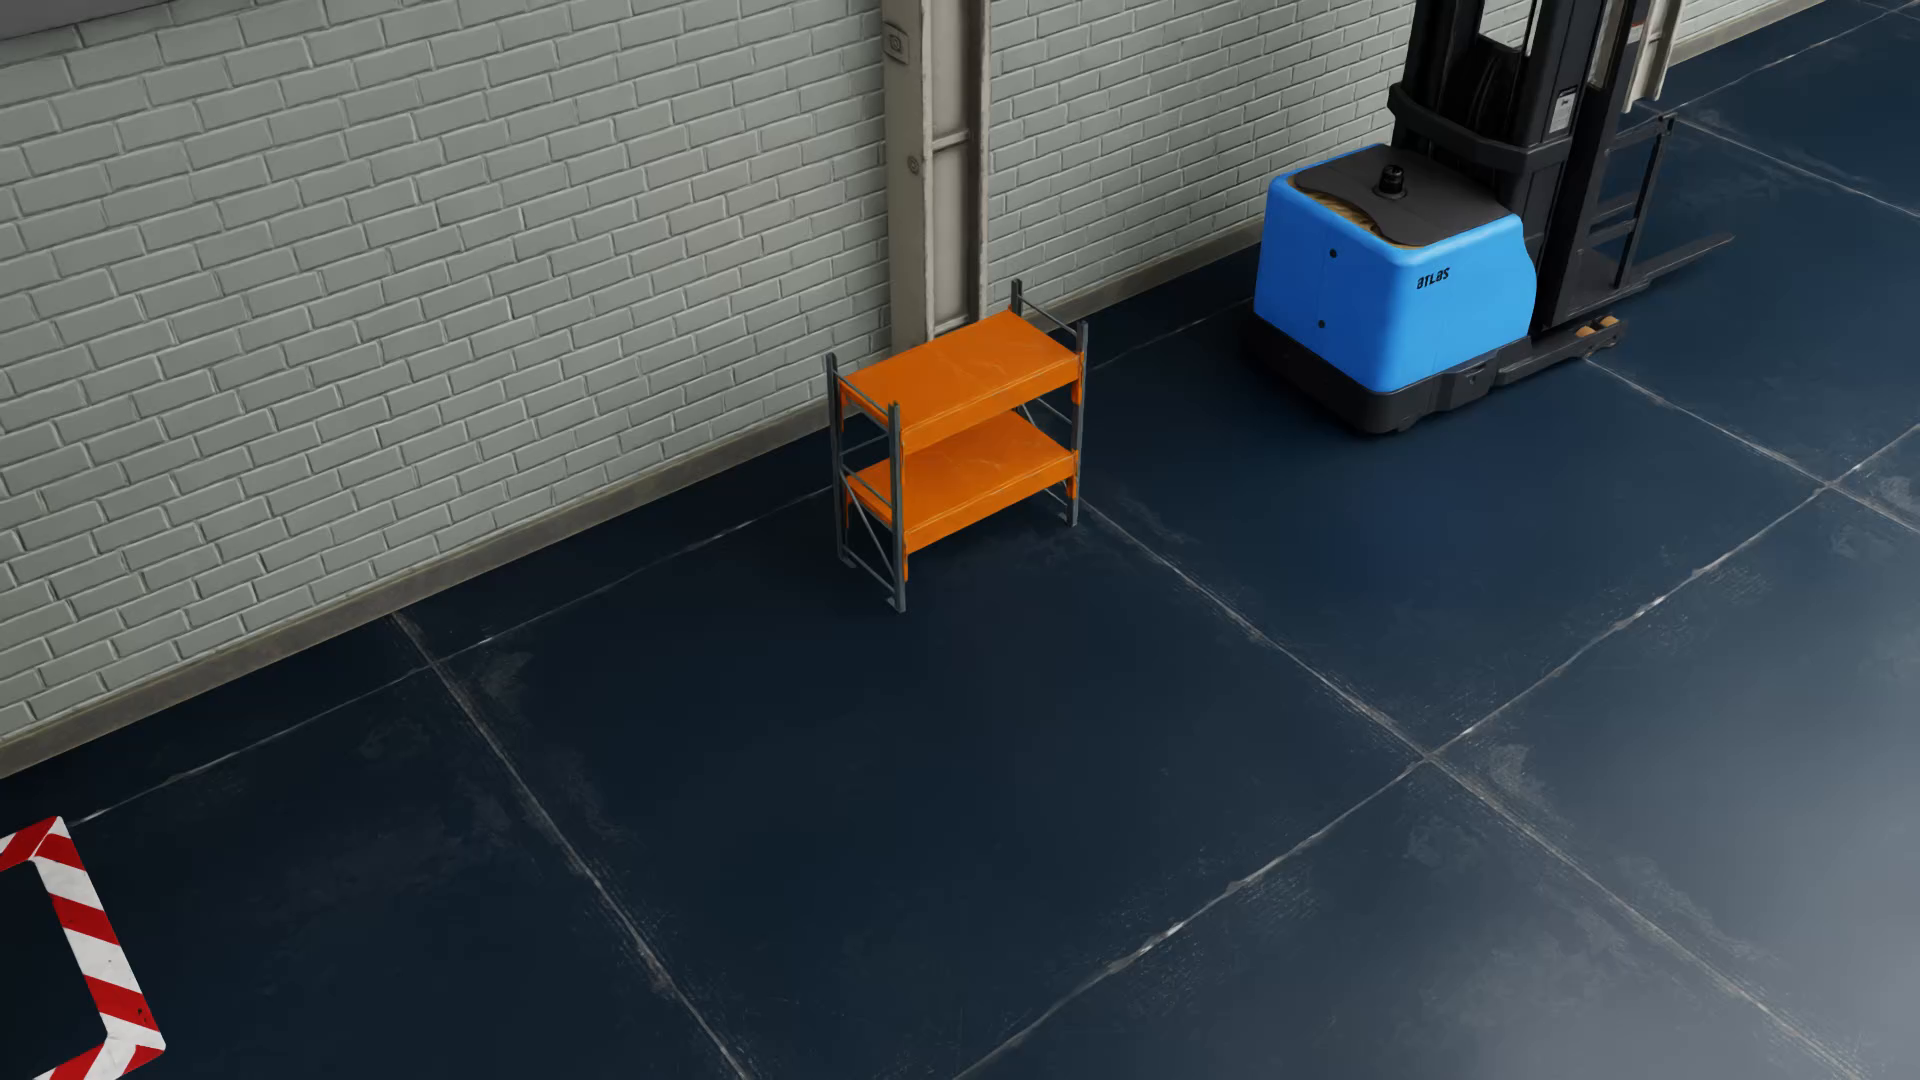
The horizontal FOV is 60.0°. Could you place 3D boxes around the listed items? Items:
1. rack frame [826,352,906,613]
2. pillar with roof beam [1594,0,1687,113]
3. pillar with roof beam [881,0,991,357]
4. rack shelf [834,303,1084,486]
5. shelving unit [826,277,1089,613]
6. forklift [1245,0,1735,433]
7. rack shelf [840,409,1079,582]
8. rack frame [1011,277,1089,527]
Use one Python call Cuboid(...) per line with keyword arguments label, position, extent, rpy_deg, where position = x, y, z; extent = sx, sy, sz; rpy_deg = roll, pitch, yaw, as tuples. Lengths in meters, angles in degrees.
Cuboid(label="rack frame", position=(-0.408, -0.236, 7.284), extent=(0.032, 1.125, 0.500), rpy_deg=(-26, 46, -28))
Cuboid(label="pillar with roof beam", position=(7.274, -4.409, 6.163), extent=(0.400, 9.000, 9.100), rpy_deg=(-26, 46, -28))
Cuboid(label="pillar with roof beam", position=(2.517, -2.090, 3.336), extent=(0.400, 9.000, 9.100), rpy_deg=(-26, 46, -28))
Cuboid(label="rack shelf", position=(-0.005, -0.659, 7.338), extent=(1.000, 0.278, 0.538), rpy_deg=(-26, 46, -28))
Cuboid(label="shelving unit", position=(-0.005, -0.432, 7.524), extent=(1.048, 1.125, 0.538), rpy_deg=(-26, 46, -28))
Cuboid(label="forklift", position=(3.068, -2.391, 8.487), extent=(3.031, 2.935, 1.130), rpy_deg=(-22, 44, -25))
Cuboid(label="rack shelf", position=(-0.005, -0.243, 7.679), extent=(1.000, 0.278, 0.538), rpy_deg=(-26, 46, -28))
Cuboid(label="rack frame", position=(0.398, -0.629, 7.763), extent=(0.032, 1.125, 0.500), rpy_deg=(-26, 46, -28))
